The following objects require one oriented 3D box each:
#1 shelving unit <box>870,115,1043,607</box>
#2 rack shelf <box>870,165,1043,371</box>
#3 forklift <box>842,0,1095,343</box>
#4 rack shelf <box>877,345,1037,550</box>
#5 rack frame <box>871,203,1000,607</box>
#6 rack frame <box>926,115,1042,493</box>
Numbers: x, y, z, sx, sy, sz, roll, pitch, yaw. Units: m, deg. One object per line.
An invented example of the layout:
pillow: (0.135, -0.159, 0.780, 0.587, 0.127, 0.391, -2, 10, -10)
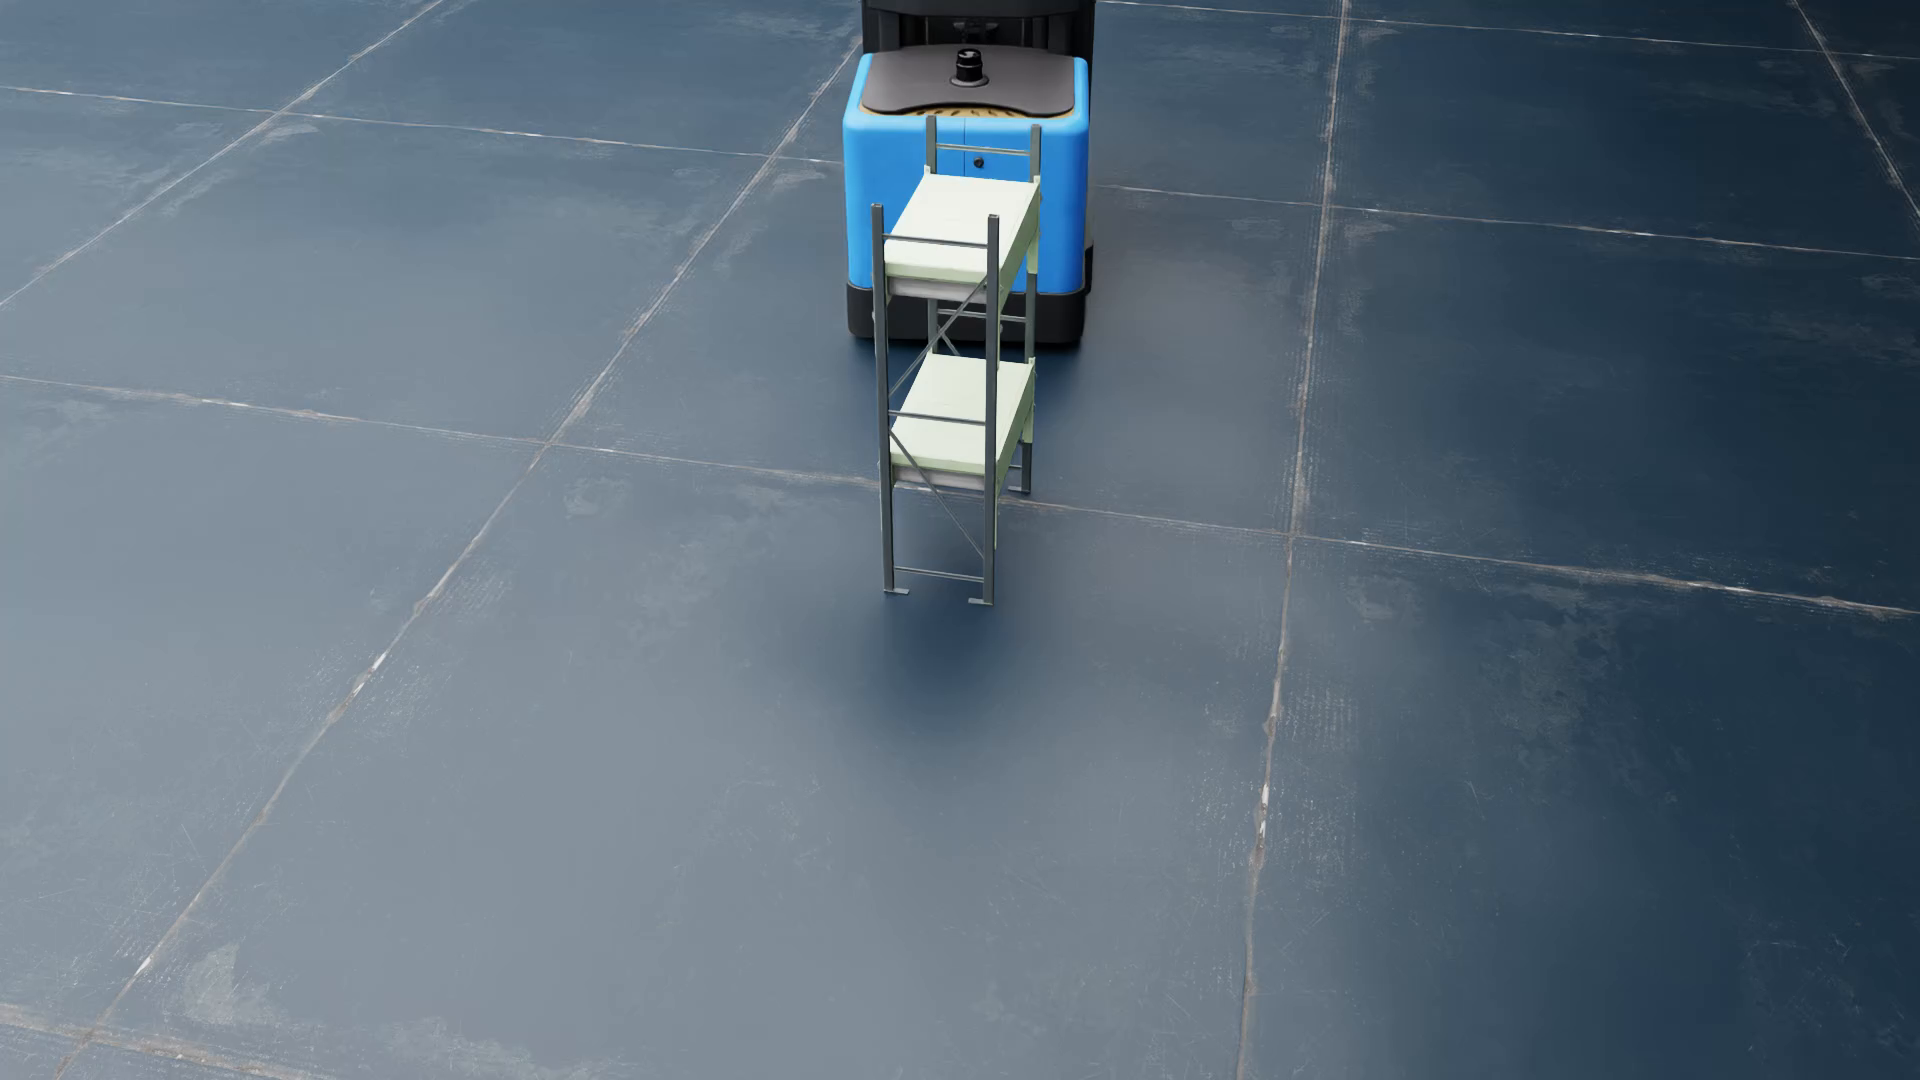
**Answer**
shelving unit: (0.001, -0.611, 5.815, 0.431, 1.500, 0.755, 7, 37, 10)
rack shelf: (0.001, -0.927, 5.586, 0.431, 0.370, 0.720, 7, 37, 10)
forklift: (0.098, -2.896, 7.748, 1.130, 2.935, 3.031, 2, 36, 2)
rack shelf: (0.001, -0.347, 6.006, 0.431, 0.370, 0.720, 7, 37, 10)
rack frame: (-0.077, -0.401, 5.526, 0.400, 1.500, 0.023, 7, 37, 10)
rack frame: (0.080, -0.821, 6.105, 0.400, 1.500, 0.023, 7, 37, 10)
